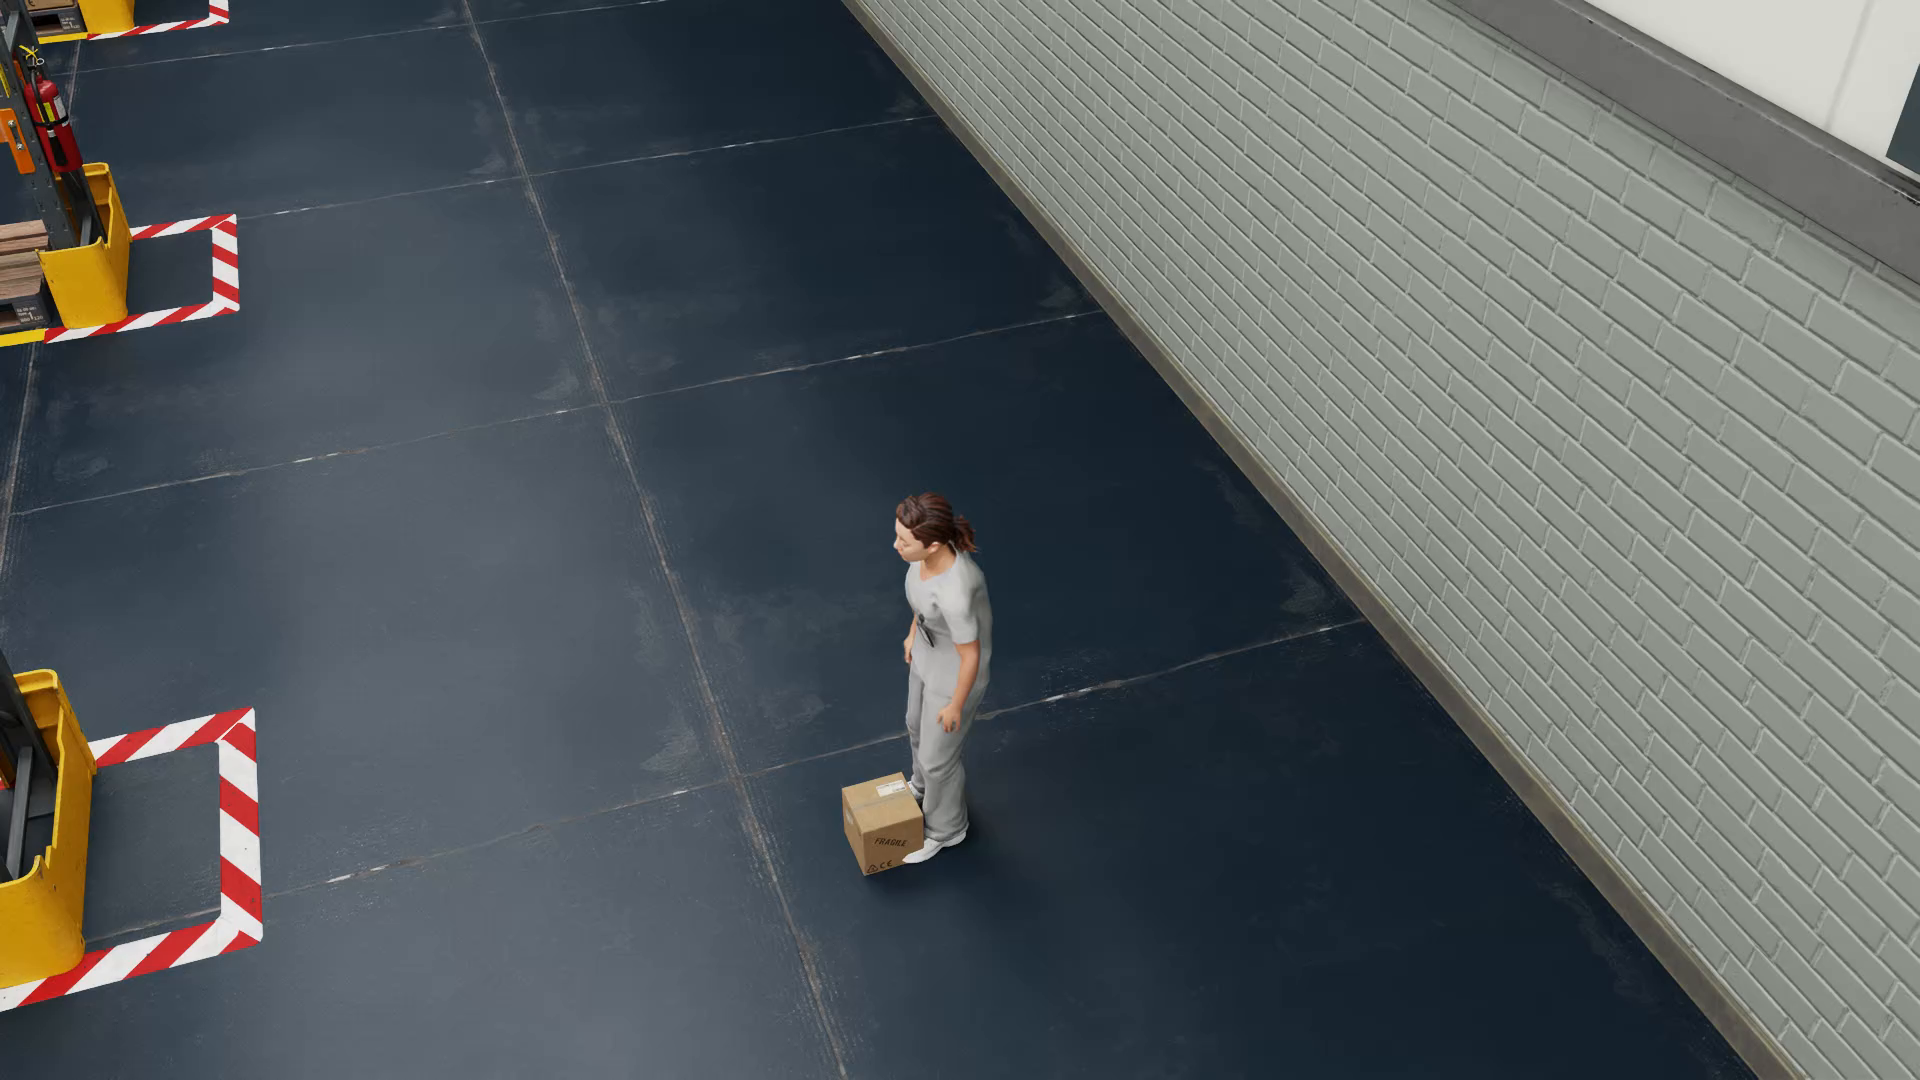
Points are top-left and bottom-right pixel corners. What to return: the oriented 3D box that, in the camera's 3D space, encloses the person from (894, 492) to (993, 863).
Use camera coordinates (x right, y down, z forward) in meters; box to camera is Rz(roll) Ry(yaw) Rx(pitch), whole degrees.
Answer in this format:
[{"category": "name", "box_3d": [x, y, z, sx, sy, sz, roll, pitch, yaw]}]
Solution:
[{"category": "person", "box_3d": [-0.097, 0.496, 6.146, 0.404, 1.673, 0.492, -13, 40, -16]}]
